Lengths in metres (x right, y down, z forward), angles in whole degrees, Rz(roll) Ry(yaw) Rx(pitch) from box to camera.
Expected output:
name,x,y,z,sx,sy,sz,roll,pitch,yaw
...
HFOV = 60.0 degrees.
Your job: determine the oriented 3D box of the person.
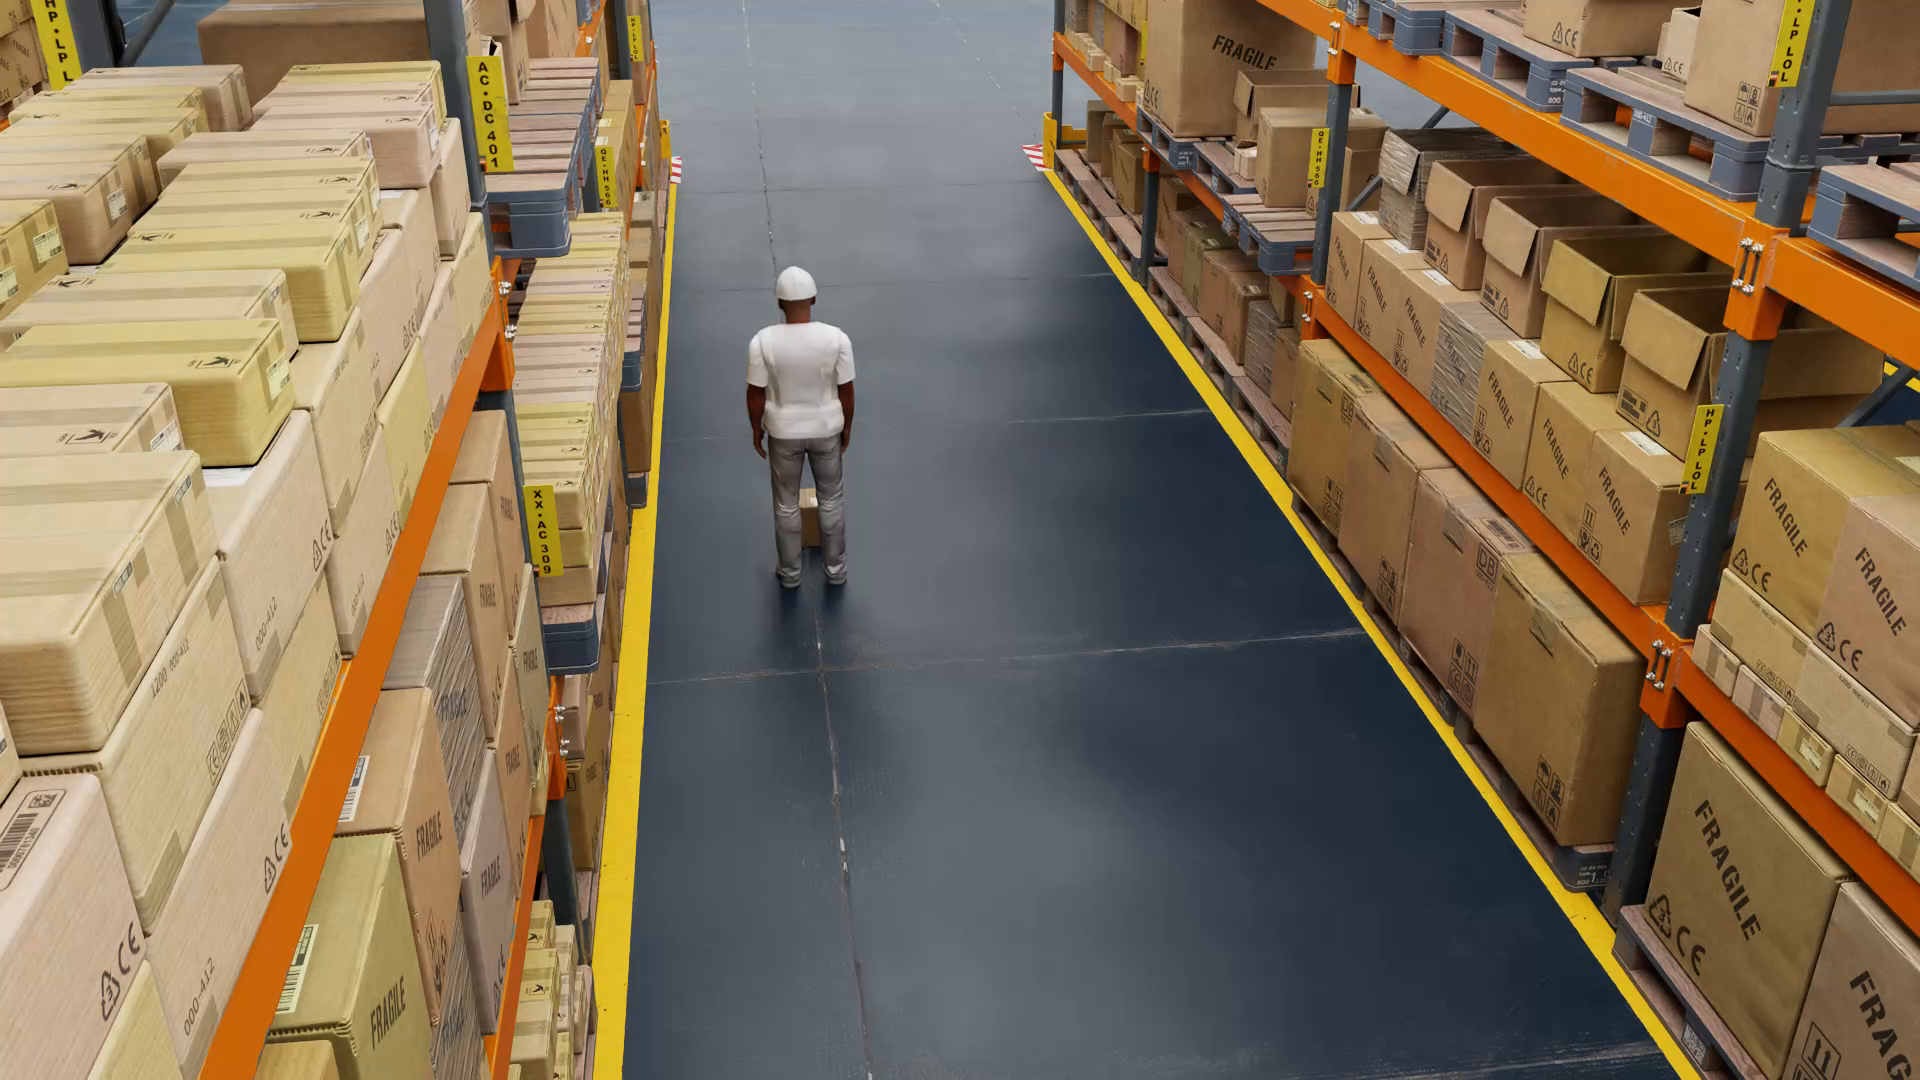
name,x,y,z,sx,sy,sz,roll,pitch,yaw
person,-0.827,-0.580,8.734,0.564,1.759,0.360,-3,27,-7
